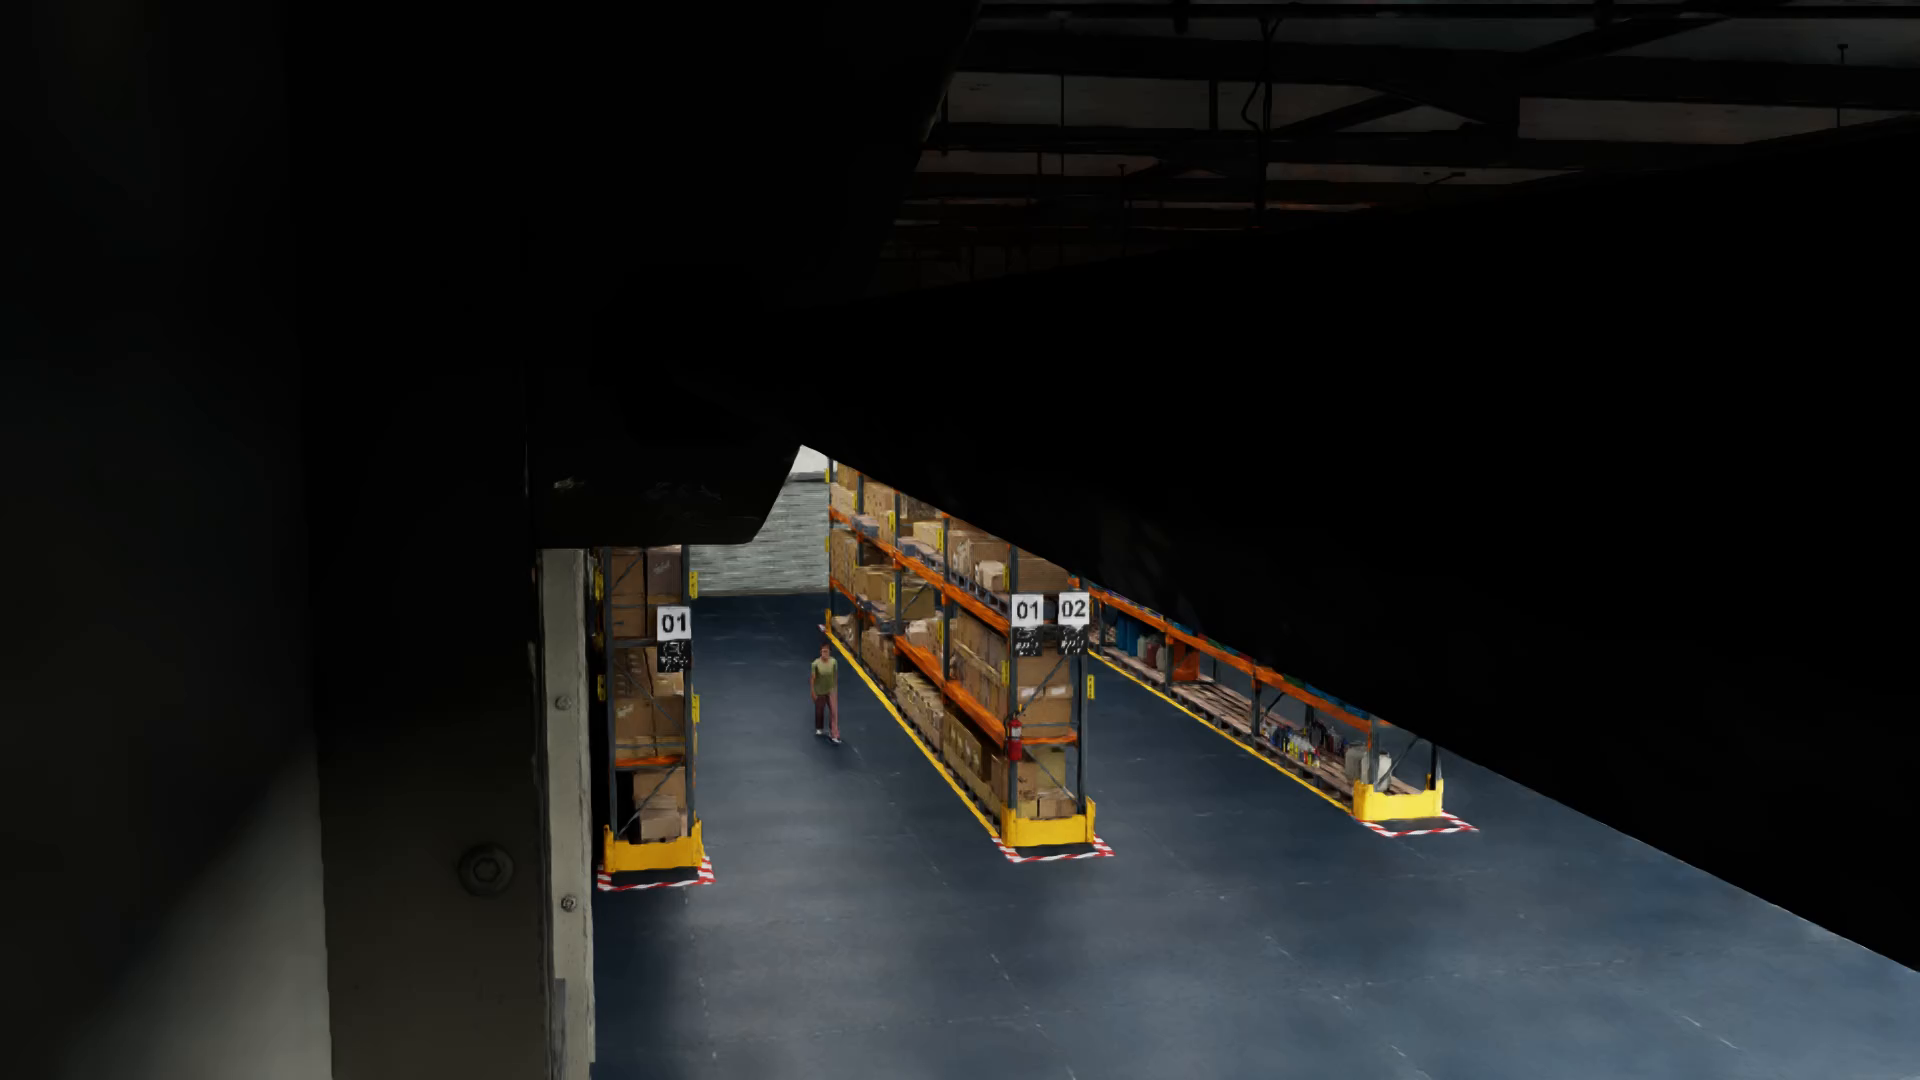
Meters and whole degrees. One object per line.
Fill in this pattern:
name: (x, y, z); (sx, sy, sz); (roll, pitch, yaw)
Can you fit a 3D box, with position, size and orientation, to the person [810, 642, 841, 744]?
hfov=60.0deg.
person: (-2.151, 2.408, 26.402); (0.448, 1.566, 1.110); (-1, 7, -11)
